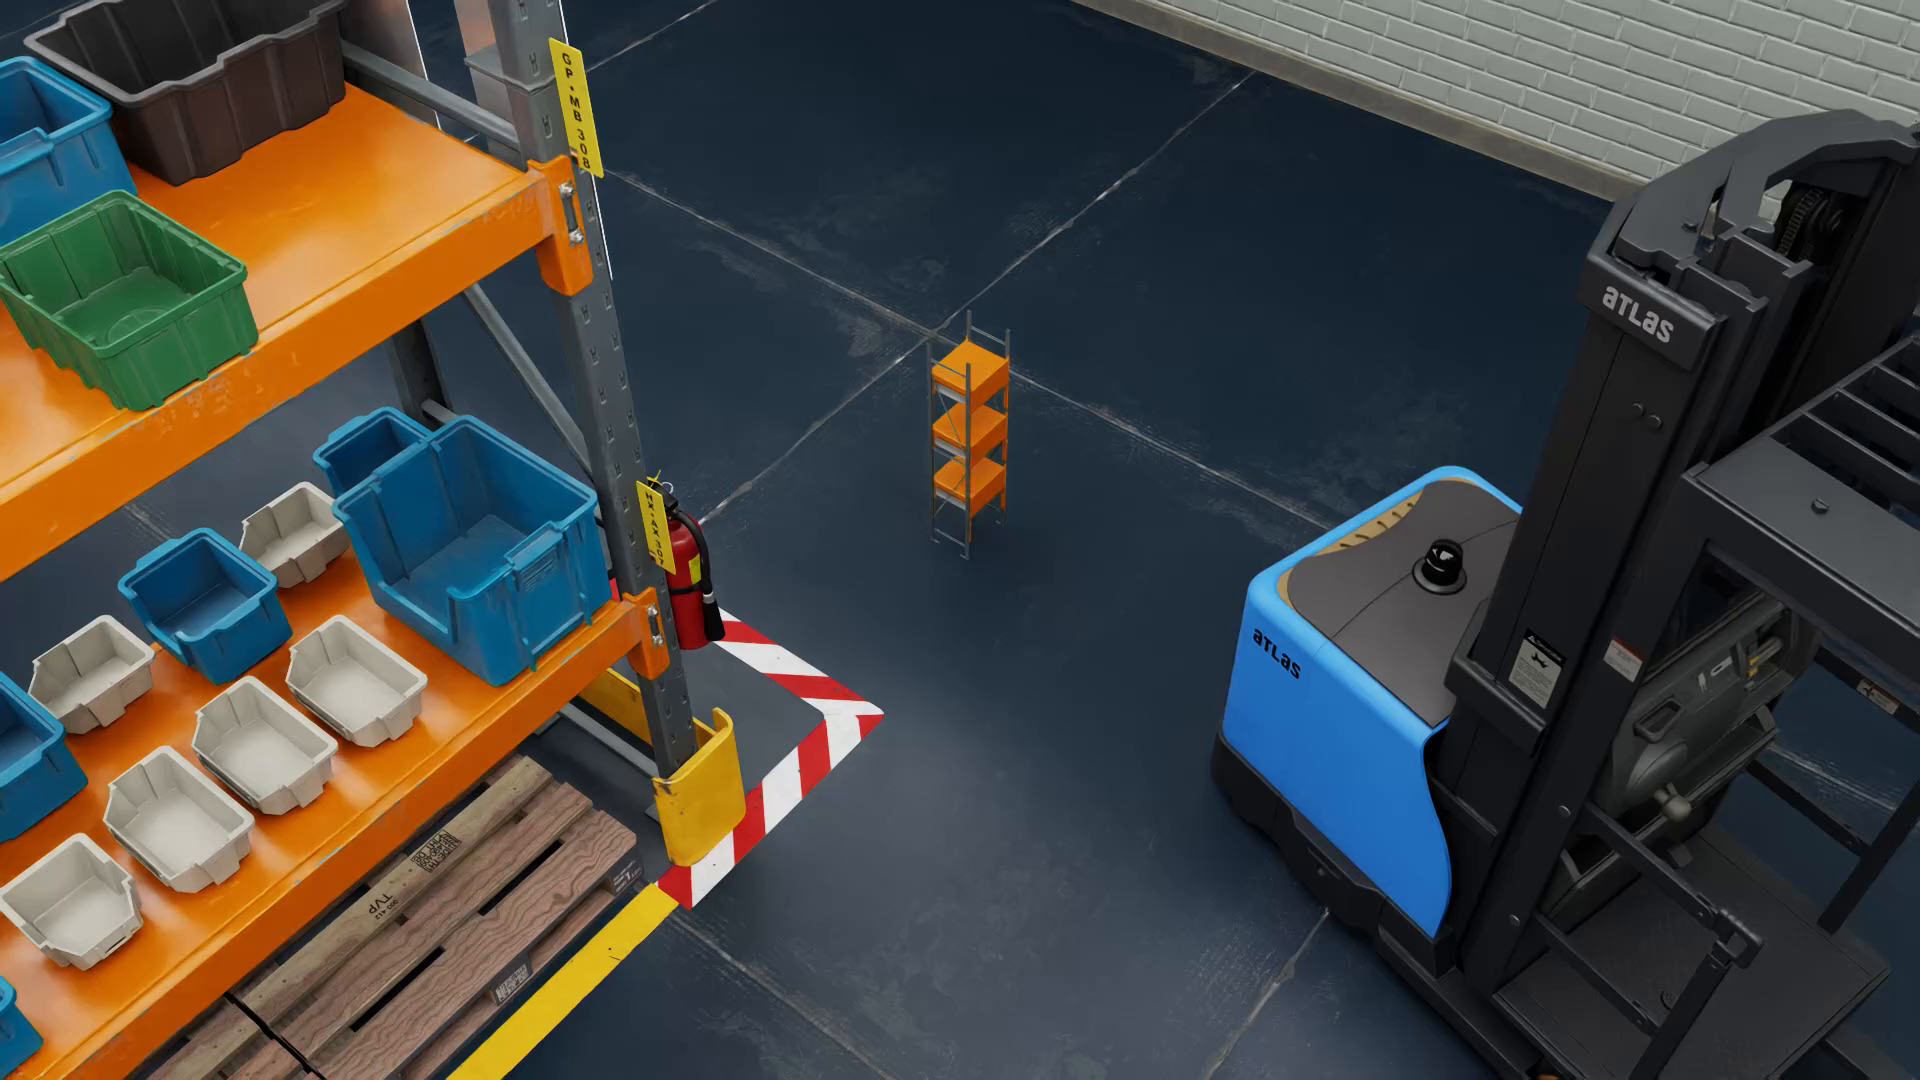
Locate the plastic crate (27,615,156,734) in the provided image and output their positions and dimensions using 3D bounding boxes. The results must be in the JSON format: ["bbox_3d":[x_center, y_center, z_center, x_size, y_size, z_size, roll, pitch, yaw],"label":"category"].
[{"bbox_3d":[-2.402,0.391,4.608,0.250,0.136,0.298,29,53,25],"label":"plastic crate"}]

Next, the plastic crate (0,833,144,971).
[{"bbox_3d":[-2.175,0.914,4.108,0.298,0.136,0.250,29,53,25],"label":"plastic crate"}]

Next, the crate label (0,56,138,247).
[{"bbox_3d":[-2.134,-0.810,3.642,0.408,0.251,0.502,29,53,25],"label":"crate label"}]

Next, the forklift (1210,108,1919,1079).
[{"bbox_3d":[2.181,0.515,4.396,1.130,2.935,3.031,-28,52,-24],"label":"forklift"}]

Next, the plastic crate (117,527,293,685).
[{"bbox_3d":[-2.128,0.199,4.724,0.416,0.233,0.300,29,53,25],"label":"plastic crate"}]

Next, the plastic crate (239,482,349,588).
[{"bbox_3d":[-1.987,0.003,4.978,0.250,0.136,0.298,29,53,25],"label":"plastic crate"}]

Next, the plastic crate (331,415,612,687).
[{"bbox_3d":[-1.371,0.031,4.745,0.616,0.435,0.499,29,53,25],"label":"plastic crate"}]

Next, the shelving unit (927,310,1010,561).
[{"bbox_3d":[0.033,-0.393,6.564,0.215,1.050,0.252,29,53,25],"label":"shelving unit"}]

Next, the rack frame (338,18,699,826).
[{"bbox_3d":[-1.314,-0.210,5.041,1.000,3.000,0.127,29,53,25],"label":"rack frame"}]

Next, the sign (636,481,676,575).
[{"bbox_3d":[-0.869,-0.033,4.759,0.100,0.325,0.005,29,53,25],"label":"sign"}]

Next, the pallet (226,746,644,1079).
[{"bbox_3d":[-1.849,1.208,5.615,1.003,0.211,1.213,29,53,25],"label":"pallet"}]

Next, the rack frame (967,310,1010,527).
[{"bbox_3d":[0.107,-0.463,6.631,0.200,1.050,0.008,29,53,25],"label":"rack frame"}]

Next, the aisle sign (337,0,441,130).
[{"bbox_3d":[-1.505,-1.281,4.266,0.394,0.787,0.004,29,53,25],"label":"aisle sign"}]

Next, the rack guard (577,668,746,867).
[{"bbox_3d":[-1.310,0.634,5.964,1.175,0.500,0.348,29,53,25],"label":"rack guard"}]

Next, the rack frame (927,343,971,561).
[{"bbox_3d":[-0.042,-0.323,6.498,0.200,1.050,0.008,29,53,25],"label":"rack frame"}]

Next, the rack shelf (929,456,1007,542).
[{"bbox_3d":[0.033,-0.194,6.773,0.215,0.259,0.240,29,53,25],"label":"rack shelf"}]

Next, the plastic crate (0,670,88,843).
[{"bbox_3d":[-2.531,0.576,4.364,0.416,0.233,0.300,29,53,25],"label":"plastic crate"}]

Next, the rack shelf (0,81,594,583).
[{"bbox_3d":[-2.537,0.147,3.123,1.077,0.370,4.000,29,53,25],"label":"rack shelf"}]

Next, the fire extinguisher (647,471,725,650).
[{"bbox_3d":[-0.862,0.060,5.094,0.296,0.674,0.183,29,53,25],"label":"fire extinguisher"}]

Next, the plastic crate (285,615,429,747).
[{"bbox_3d":[-1.670,0.407,4.592,0.396,0.136,0.243,29,53,25],"label":"plastic crate"}]

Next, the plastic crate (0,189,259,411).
[{"bbox_3d":[-1.691,-0.482,3.373,0.450,0.188,0.336,29,53,25],"label":"plastic crate"}]

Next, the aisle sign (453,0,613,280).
[{"bbox_3d":[-1.038,-1.020,4.017,0.394,0.787,0.004,29,53,25],"label":"aisle sign"}]

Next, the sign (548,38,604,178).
[{"bbox_3d":[-0.869,-0.976,3.771,0.100,0.325,0.005,29,53,25],"label":"sign"}]

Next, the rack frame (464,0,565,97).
[{"bbox_3d":[-1.314,-2.282,2.872,1.000,3.000,0.127,29,53,25],"label":"rack frame"}]

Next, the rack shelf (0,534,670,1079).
[{"bbox_3d":[-2.537,1.183,4.208,1.077,0.370,4.000,29,53,25],"label":"rack shelf"}]

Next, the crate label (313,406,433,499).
[{"bbox_3d":[-1.726,-0.177,5.084,0.416,0.233,0.303,29,53,25],"label":"crate label"}]

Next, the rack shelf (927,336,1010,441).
[{"bbox_3d":[0.033,-0.582,6.367,0.215,0.259,0.240,29,53,25],"label":"rack shelf"}]

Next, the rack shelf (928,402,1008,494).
[{"bbox_3d":[0.033,-0.386,6.572,0.215,0.259,0.240,29,53,25],"label":"rack shelf"}]

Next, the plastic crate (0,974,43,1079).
[{"bbox_3d":[-2.367,1.115,3.849,0.416,0.233,0.300,29,53,25],"label":"plastic crate"}]

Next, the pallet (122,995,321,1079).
[{"bbox_3d":[-2.595,1.903,4.951,1.003,0.211,1.213,29,53,25],"label":"pallet"}]

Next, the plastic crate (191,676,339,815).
[{"bbox_3d":[-1.858,0.566,4.440,0.396,0.136,0.243,29,53,25],"label":"plastic crate"}]

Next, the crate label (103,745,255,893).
[{"bbox_3d":[-2.009,0.737,4.278,0.396,0.136,0.243,29,53,25],"label":"crate label"}]

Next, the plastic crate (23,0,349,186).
[{"bbox_3d":[-1.770,-1.104,3.911,0.497,0.269,0.590,29,53,25],"label":"plastic crate"}]
